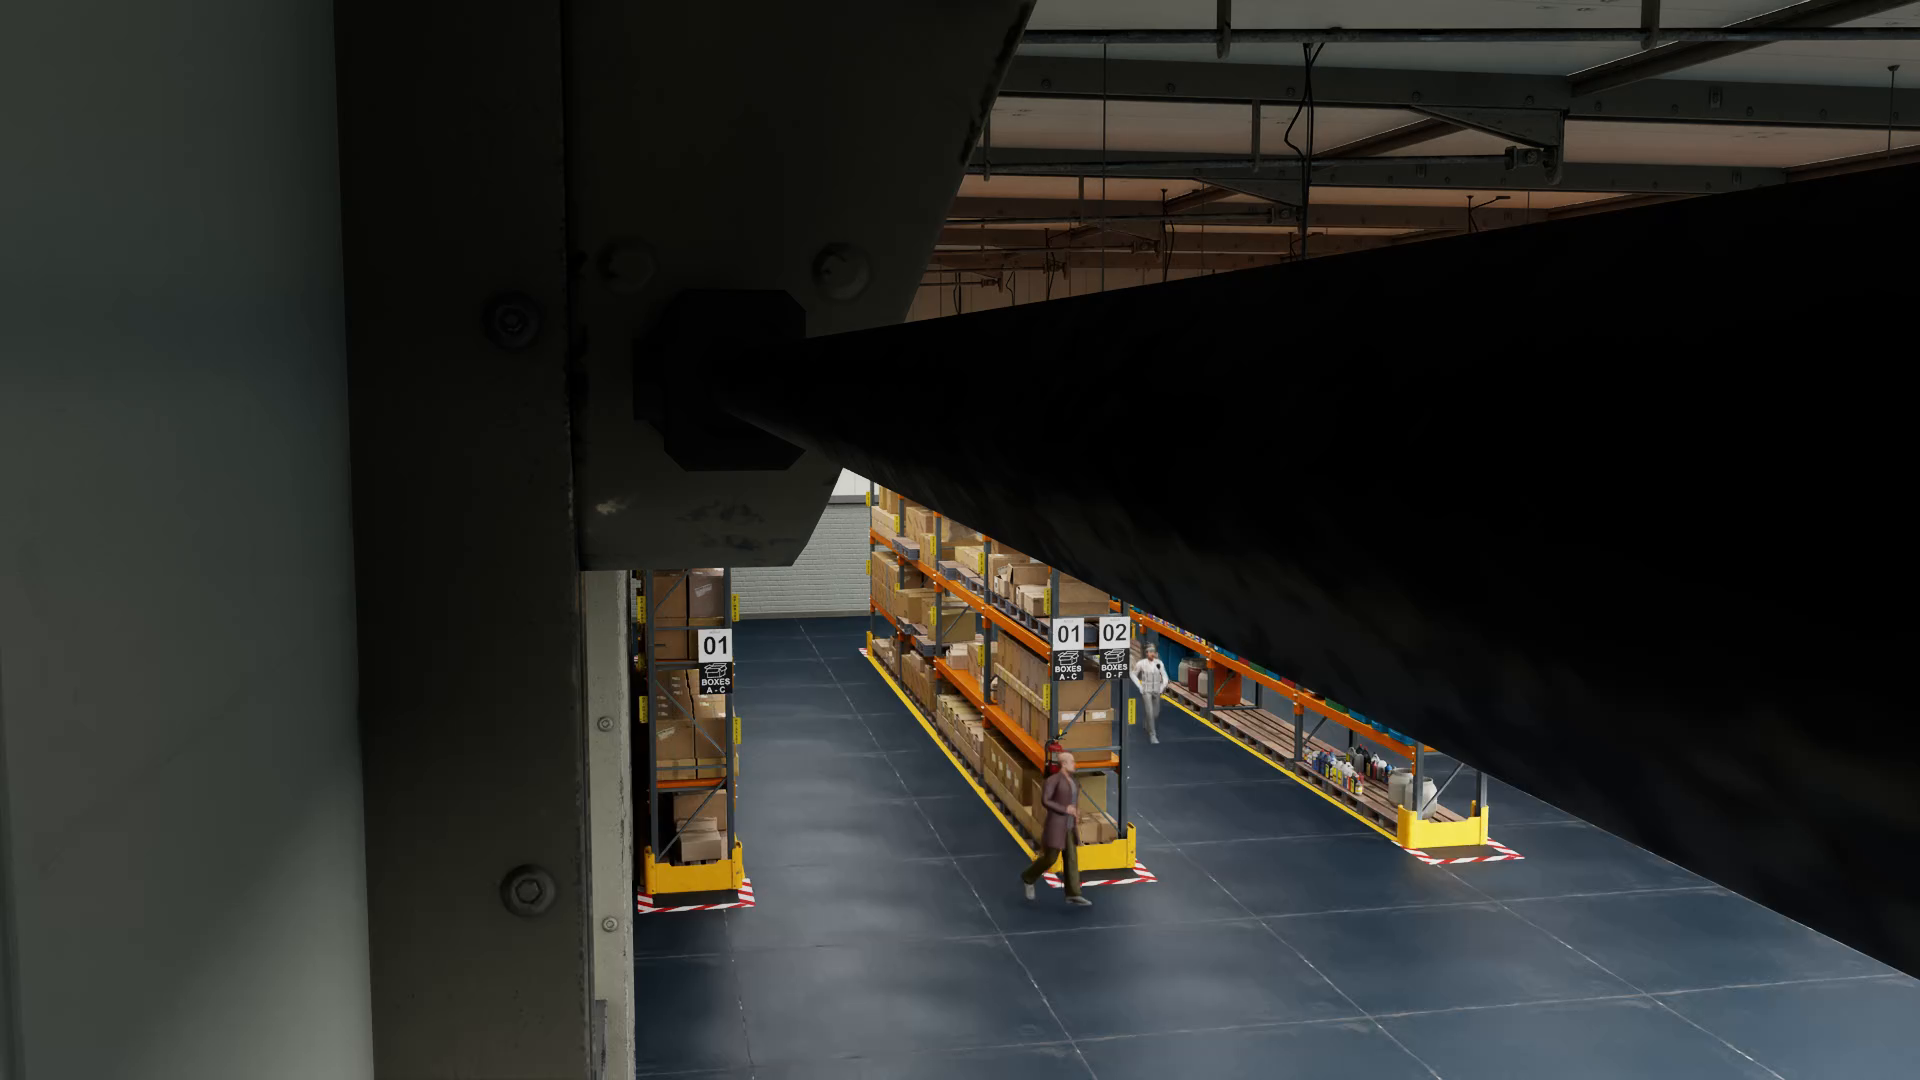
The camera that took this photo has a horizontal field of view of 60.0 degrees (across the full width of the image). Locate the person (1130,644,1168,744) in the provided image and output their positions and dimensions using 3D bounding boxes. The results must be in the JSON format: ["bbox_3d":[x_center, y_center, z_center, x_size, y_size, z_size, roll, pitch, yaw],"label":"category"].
[{"bbox_3d":[3.213,2.563,28.137,0.635,1.670,0.762,-1,6,-11],"label":"person"}]

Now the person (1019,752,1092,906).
[{"bbox_3d":[1.251,3.388,19.666,1.033,1.731,0.747,5,8,41],"label":"person"}]
